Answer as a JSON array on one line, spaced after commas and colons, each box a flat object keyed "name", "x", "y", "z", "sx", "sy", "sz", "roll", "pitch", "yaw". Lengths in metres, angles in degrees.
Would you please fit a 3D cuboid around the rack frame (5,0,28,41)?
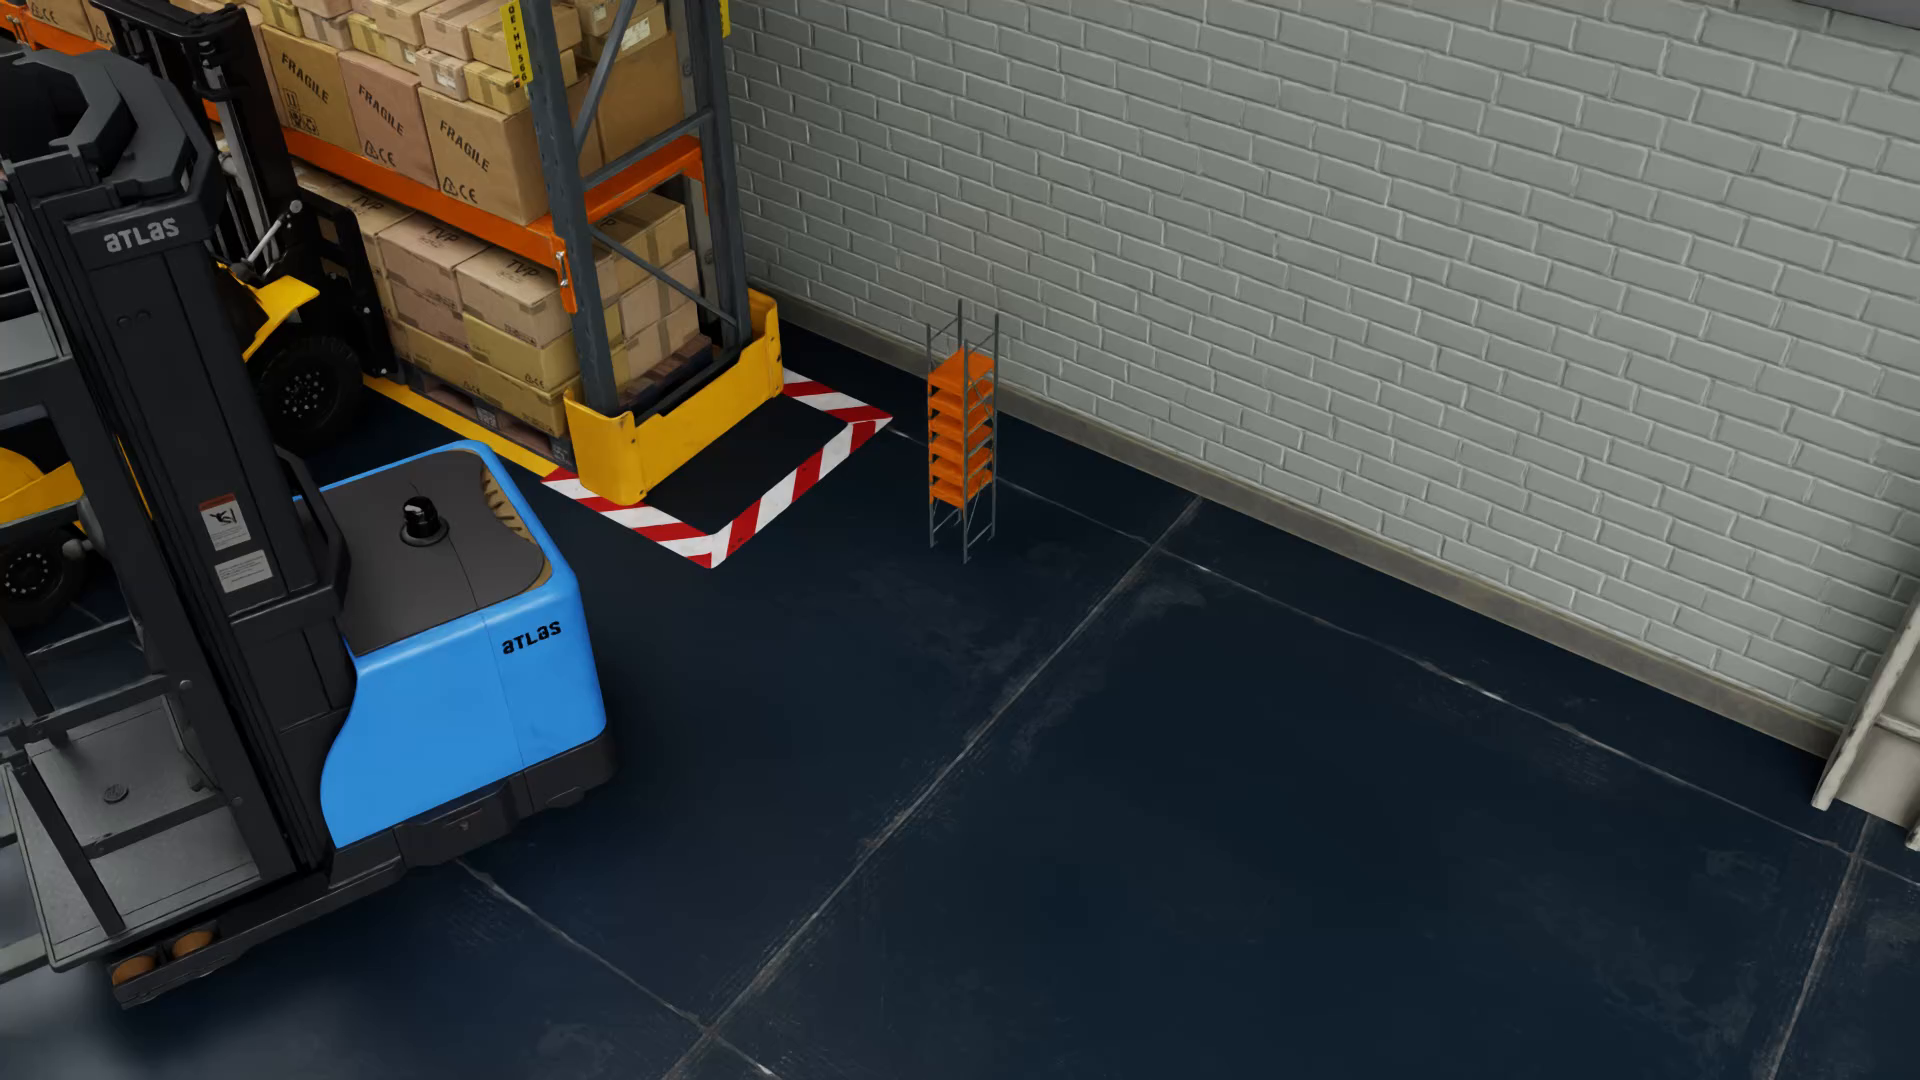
[{"name": "rack frame", "x": -4.629, "y": -3.183, "z": 8.806, "sx": 0.127, "sy": 3.000, "sz": 1.000, "roll": 25, "pitch": 48, "yaw": 25}]

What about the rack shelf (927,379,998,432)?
[{"name": "rack shelf", "x": 0.012, "y": -0.587, "z": 6.962, "sx": 0.180, "sy": 0.103, "sz": 0.258, "roll": 25, "pitch": 48, "yaw": 25}]

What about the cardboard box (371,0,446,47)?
[{"name": "cardboard box", "x": -2.218, "y": -2.226, "z": 6.952, "sx": 0.250, "sy": 0.149, "sz": 0.380, "roll": 26, "pitch": 48, "yaw": 26}]

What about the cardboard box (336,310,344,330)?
[{"name": "cardboard box", "x": -3.165, "y": -1.369, "z": 8.526, "sx": 0.500, "sy": 0.250, "sz": 0.500, "roll": 27, "pitch": 48, "yaw": 27}]

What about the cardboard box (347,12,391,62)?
[{"name": "cardboard box", "x": -2.399, "y": -2.226, "z": 7.175, "sx": 0.250, "sy": 0.149, "sz": 0.380, "roll": 25, "pitch": 47, "yaw": 25}]

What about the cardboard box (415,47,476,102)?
[{"name": "cardboard box", "x": -2.025, "y": -1.992, "z": 6.914, "sx": 0.250, "sy": 0.149, "sz": 0.380, "roll": 26, "pitch": 48, "yaw": 26}]

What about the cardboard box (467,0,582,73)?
[{"name": "cardboard box", "x": -1.769, "y": -2.063, "z": 6.770, "sx": 0.250, "sy": 0.149, "sz": 0.380, "roll": 25, "pitch": 48, "yaw": 25}]

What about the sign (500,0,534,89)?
[{"name": "sign", "x": -1.677, "y": -1.880, "z": 6.304, "sx": 0.005, "sy": 0.325, "sz": 0.100, "roll": 25, "pitch": 48, "yaw": 25}]

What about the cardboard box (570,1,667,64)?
[{"name": "cardboard box", "x": -1.483, "y": -2.202, "z": 7.148, "sx": 0.250, "sy": 0.149, "sz": 0.380, "roll": 24, "pitch": 47, "yaw": 24}]

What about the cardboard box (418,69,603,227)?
[{"name": "cardboard box", "x": -1.908, "y": -1.734, "z": 7.112, "sx": 0.500, "sy": 0.500, "sz": 0.500, "roll": 24, "pitch": 47, "yaw": 24}]

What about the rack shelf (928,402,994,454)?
[{"name": "rack shelf", "x": 0.012, "y": -0.498, "z": 7.042, "sx": 0.180, "sy": 0.103, "sz": 0.258, "roll": 25, "pitch": 48, "yaw": 25}]

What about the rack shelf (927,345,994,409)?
[{"name": "rack shelf", "x": 0.012, "y": -0.677, "z": 6.882, "sx": 0.180, "sy": 0.103, "sz": 0.258, "roll": 25, "pitch": 48, "yaw": 25}]

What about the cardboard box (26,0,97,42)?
[{"name": "cardboard box", "x": -4.416, "y": -2.908, "z": 8.424, "sx": 0.500, "sy": 0.500, "sz": 0.500, "roll": 24, "pitch": 47, "yaw": 24}]

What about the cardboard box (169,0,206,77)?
[{"name": "cardboard box", "x": -3.565, "y": -2.524, "z": 7.995, "sx": 0.500, "sy": 0.500, "sz": 0.500, "roll": 25, "pitch": 47, "yaw": 25}]

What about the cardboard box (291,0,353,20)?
[{"name": "cardboard box", "x": -2.656, "y": -2.401, "z": 7.148, "sx": 0.250, "sy": 0.149, "sz": 0.380, "roll": 26, "pitch": 48, "yaw": 26}]

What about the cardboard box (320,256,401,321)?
[{"name": "cardboard box", "x": -2.772, "y": -1.369, "z": 8.152, "sx": 0.500, "sy": 0.250, "sz": 0.500, "roll": 24, "pitch": 47, "yaw": 24}]

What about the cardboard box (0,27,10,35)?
[{"name": "cardboard box", "x": -5.694, "y": -2.950, "z": 10.011, "sx": 0.625, "sy": 0.625, "sz": 0.875, "roll": 25, "pitch": 47, "yaw": 25}]

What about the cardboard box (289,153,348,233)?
[{"name": "cardboard box", "x": -3.161, "y": -1.740, "z": 8.191, "sx": 0.500, "sy": 0.250, "sz": 0.500, "roll": 24, "pitch": 47, "yaw": 25}]

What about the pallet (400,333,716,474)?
[{"name": "pallet", "x": -2.004, "y": -0.882, "z": 8.326, "sx": 1.213, "sy": 0.211, "sz": 1.003, "roll": 25, "pitch": 48, "yaw": 25}]

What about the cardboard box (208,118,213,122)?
[{"name": "cardboard box", "x": -4.000, "y": -2.130, "z": 8.626, "sx": 0.500, "sy": 0.250, "sz": 0.500, "roll": 25, "pitch": 48, "yaw": 25}]

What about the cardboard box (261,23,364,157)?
[{"name": "cardboard box", "x": -2.747, "y": -2.134, "z": 7.558, "sx": 0.500, "sy": 0.500, "sz": 0.500, "roll": 24, "pitch": 47, "yaw": 25}]

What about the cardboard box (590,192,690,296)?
[{"name": "cardboard box", "x": -1.639, "y": -1.443, "z": 7.859, "sx": 0.500, "sy": 0.250, "sz": 0.500, "roll": 24, "pitch": 47, "yaw": 25}]

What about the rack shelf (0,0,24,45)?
[{"name": "rack shelf", "x": -6.267, "y": -3.681, "z": 9.902, "sx": 4.000, "sy": 0.370, "sz": 1.077, "roll": 25, "pitch": 48, "yaw": 25}]

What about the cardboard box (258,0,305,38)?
[{"name": "cardboard box", "x": -2.863, "y": -2.388, "z": 7.356, "sx": 0.250, "sy": 0.149, "sz": 0.380, "roll": 25, "pitch": 48, "yaw": 26}]

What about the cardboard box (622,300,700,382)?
[{"name": "cardboard box", "x": -1.644, "y": -1.078, "z": 8.201, "sx": 0.500, "sy": 0.250, "sz": 0.500, "roll": 25, "pitch": 48, "yaw": 25}]

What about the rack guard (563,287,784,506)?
[{"name": "rack guard", "x": -1.335, "y": -0.711, "z": 7.918, "sx": 0.348, "sy": 0.500, "sz": 1.175, "roll": 25, "pitch": 48, "yaw": 25}]

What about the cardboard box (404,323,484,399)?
[{"name": "cardboard box", "x": -2.322, "y": -0.986, "z": 8.098, "sx": 0.500, "sy": 0.250, "sz": 0.500, "roll": 25, "pitch": 48, "yaw": 25}]

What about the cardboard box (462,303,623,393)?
[{"name": "cardboard box", "x": -1.932, "y": -0.985, "z": 7.722, "sx": 0.500, "sy": 0.250, "sz": 0.500, "roll": 24, "pitch": 47, "yaw": 25}]

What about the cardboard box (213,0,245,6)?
[{"name": "cardboard box", "x": -3.265, "y": -2.594, "z": 7.586, "sx": 0.250, "sy": 0.149, "sz": 0.380, "roll": 24, "pitch": 47, "yaw": 25}]

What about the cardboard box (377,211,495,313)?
[{"name": "cardboard box", "x": -2.332, "y": -1.354, "z": 7.760, "sx": 0.500, "sy": 0.250, "sz": 0.500, "roll": 26, "pitch": 48, "yaw": 26}]

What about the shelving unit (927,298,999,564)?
[{"name": "shelving unit", "x": 0.012, "y": -0.442, "z": 7.092, "sx": 0.189, "sy": 1.200, "sz": 0.258, "roll": 25, "pitch": 48, "yaw": 25}]

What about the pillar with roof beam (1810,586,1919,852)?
[{"name": "pillar with roof beam", "x": 1.034, "y": 0.002, "z": 0.748, "sx": 0.400, "sy": 9.000, "sz": 9.100, "roll": 25, "pitch": 48, "yaw": 25}]

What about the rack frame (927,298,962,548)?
[{"name": "rack frame", "x": -0.063, "y": -0.477, "z": 7.131, "sx": 0.006, "sy": 1.200, "sz": 0.240, "roll": 25, "pitch": 48, "yaw": 25}]

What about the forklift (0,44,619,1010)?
[{"name": "forklift", "x": -2.837, "y": 0.095, "z": 5.194, "sx": 3.031, "sy": 2.935, "sz": 1.130, "roll": -23, "pitch": 47, "yaw": -23}]
